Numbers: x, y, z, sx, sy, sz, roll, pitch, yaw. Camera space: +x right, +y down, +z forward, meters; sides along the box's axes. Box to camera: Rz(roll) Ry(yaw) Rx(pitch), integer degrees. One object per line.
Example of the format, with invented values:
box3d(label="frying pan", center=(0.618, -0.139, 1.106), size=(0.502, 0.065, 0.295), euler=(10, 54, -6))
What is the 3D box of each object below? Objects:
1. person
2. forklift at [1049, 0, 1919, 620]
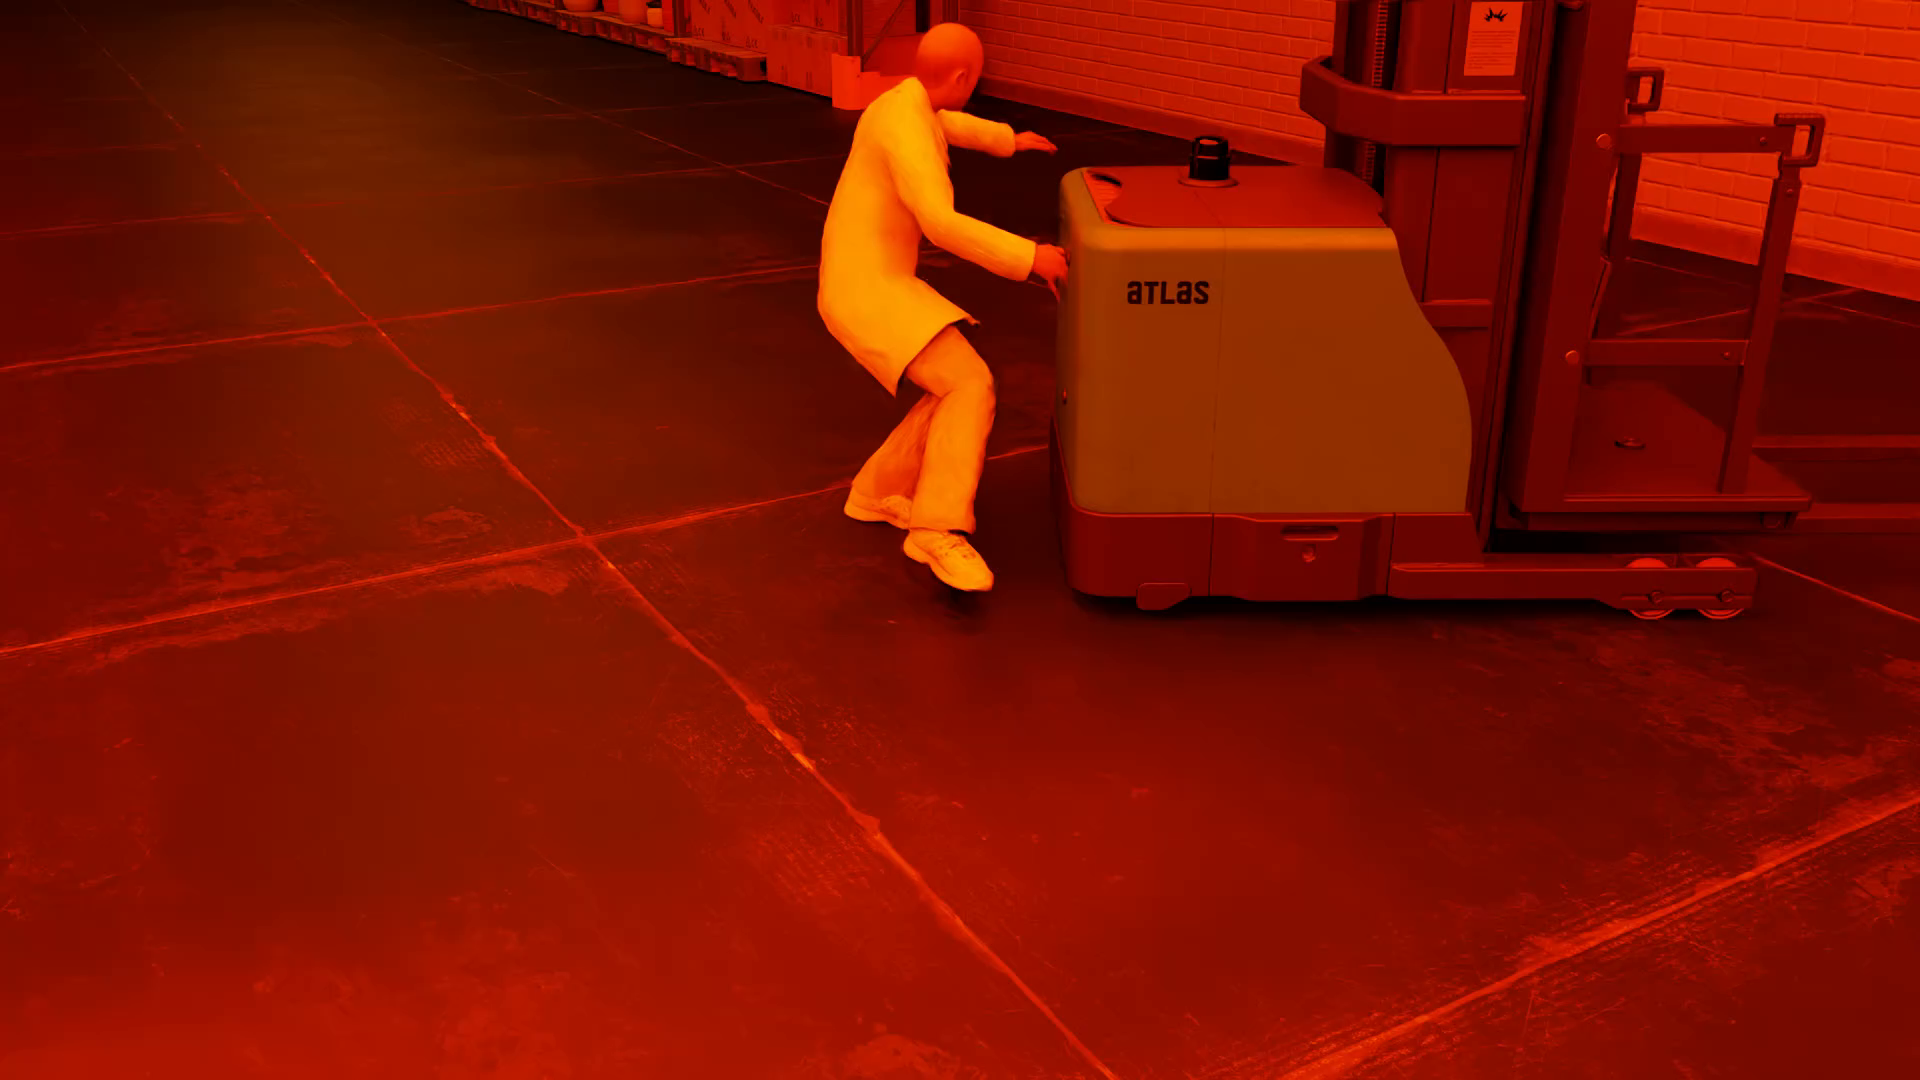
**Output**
box3d(label="person", center=(0.012, -0.740, 4.984), size=(0.861, 1.526, 1.490), euler=(-4, 23, -8))
box3d(label="forklift", center=(1.812, -1.338, 4.534), size=(3.031, 2.935, 1.130), euler=(0, 22, -1))
